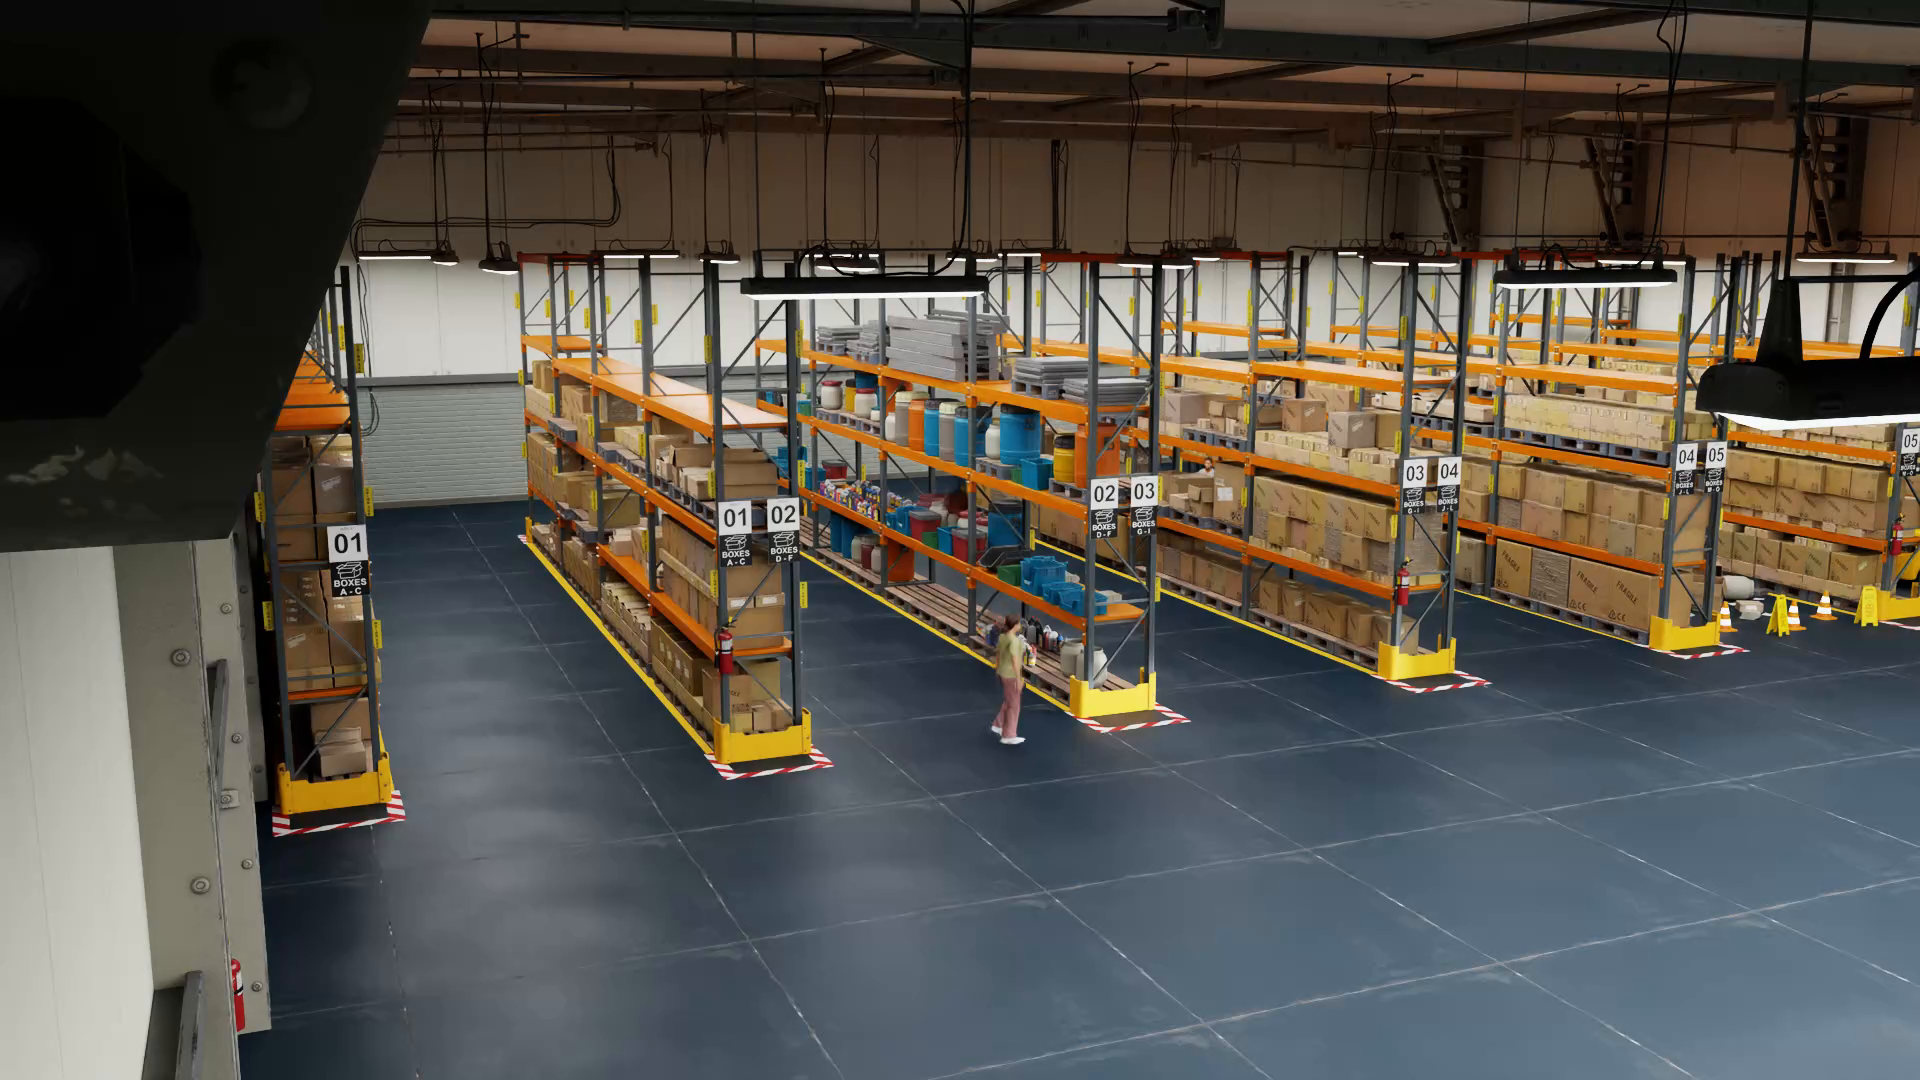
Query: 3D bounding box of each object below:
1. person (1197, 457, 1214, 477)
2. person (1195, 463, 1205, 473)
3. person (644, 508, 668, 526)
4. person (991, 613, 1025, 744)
[{"bbox_3d":[5.346,-0.957,35.832,0.432,1.671,0.932,-4,11,-20],"label":"person"},{"bbox_3d":[6.308,-2.440,43.858,0.420,1.589,0.443,8,13,37],"label":"person"},{"bbox_3d":[-5.755,-0.371,32.117,0.632,1.729,1.050,-5,11,-24],"label":"person"},{"bbox_3d":[0.648,1.740,20.958,0.381,1.670,0.578,-4,11,-21],"label":"person"}]
